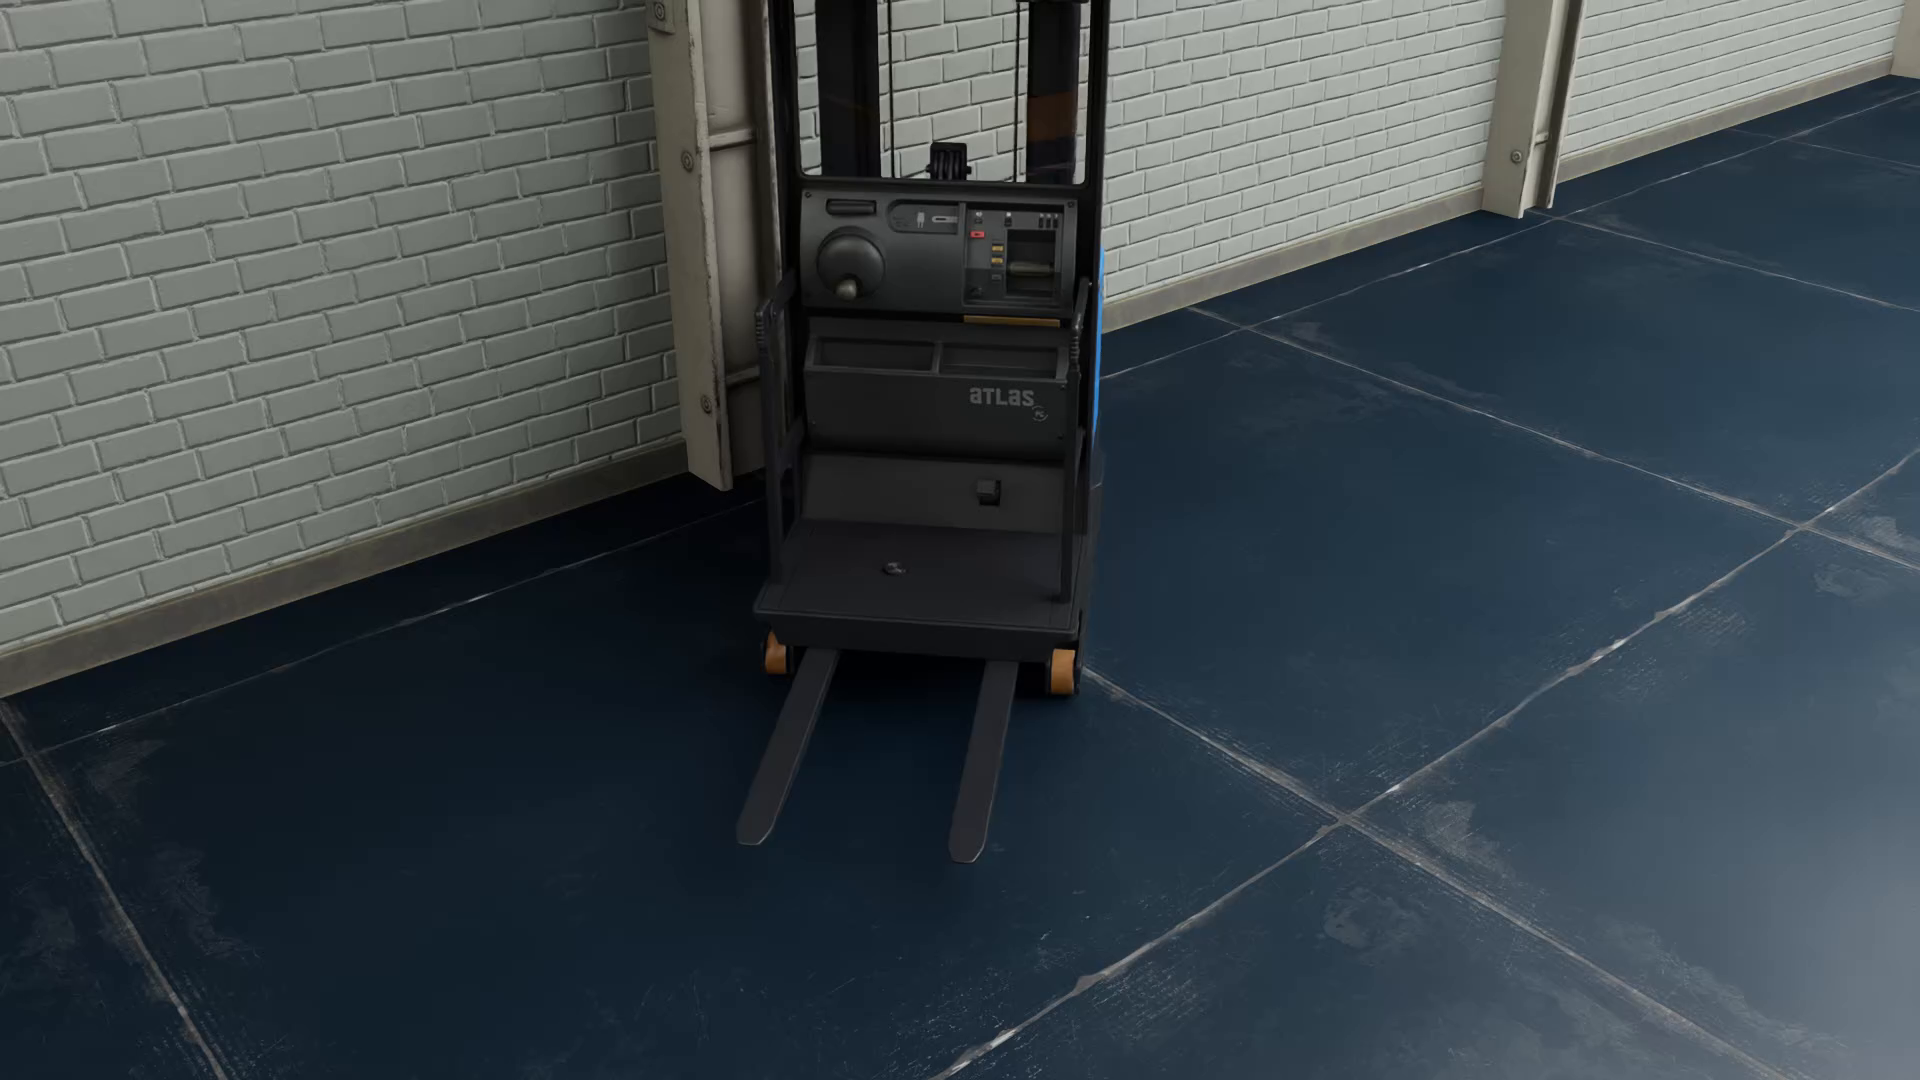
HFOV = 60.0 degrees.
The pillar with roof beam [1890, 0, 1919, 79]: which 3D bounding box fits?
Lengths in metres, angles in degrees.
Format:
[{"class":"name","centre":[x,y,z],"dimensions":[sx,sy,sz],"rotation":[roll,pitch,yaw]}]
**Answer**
[{"class":"pillar with roof beam","centre":[10.957,-6.419,9.214],"dimensions":[0.400,9.000,9.100],"rotation":[-22,35,-35]}]

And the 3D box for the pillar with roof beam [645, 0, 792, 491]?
[{"class":"pillar with roof beam","centre":[1.828,-2.748,2.345],"dimensions":[0.400,9.000,9.100],"rotation":[-22,35,-35]}]

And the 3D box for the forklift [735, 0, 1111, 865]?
[{"class":"forklift","centre":[-0.100,-0.929,5.379],"dimensions":[1.130,2.935,3.031],"rotation":[3,28,6]}]

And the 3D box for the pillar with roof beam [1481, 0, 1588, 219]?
[{"class":"pillar with roof beam","centre":[6.393,-4.584,5.779],"dimensions":[0.400,9.000,9.100],"rotation":[-22,35,-35]}]
